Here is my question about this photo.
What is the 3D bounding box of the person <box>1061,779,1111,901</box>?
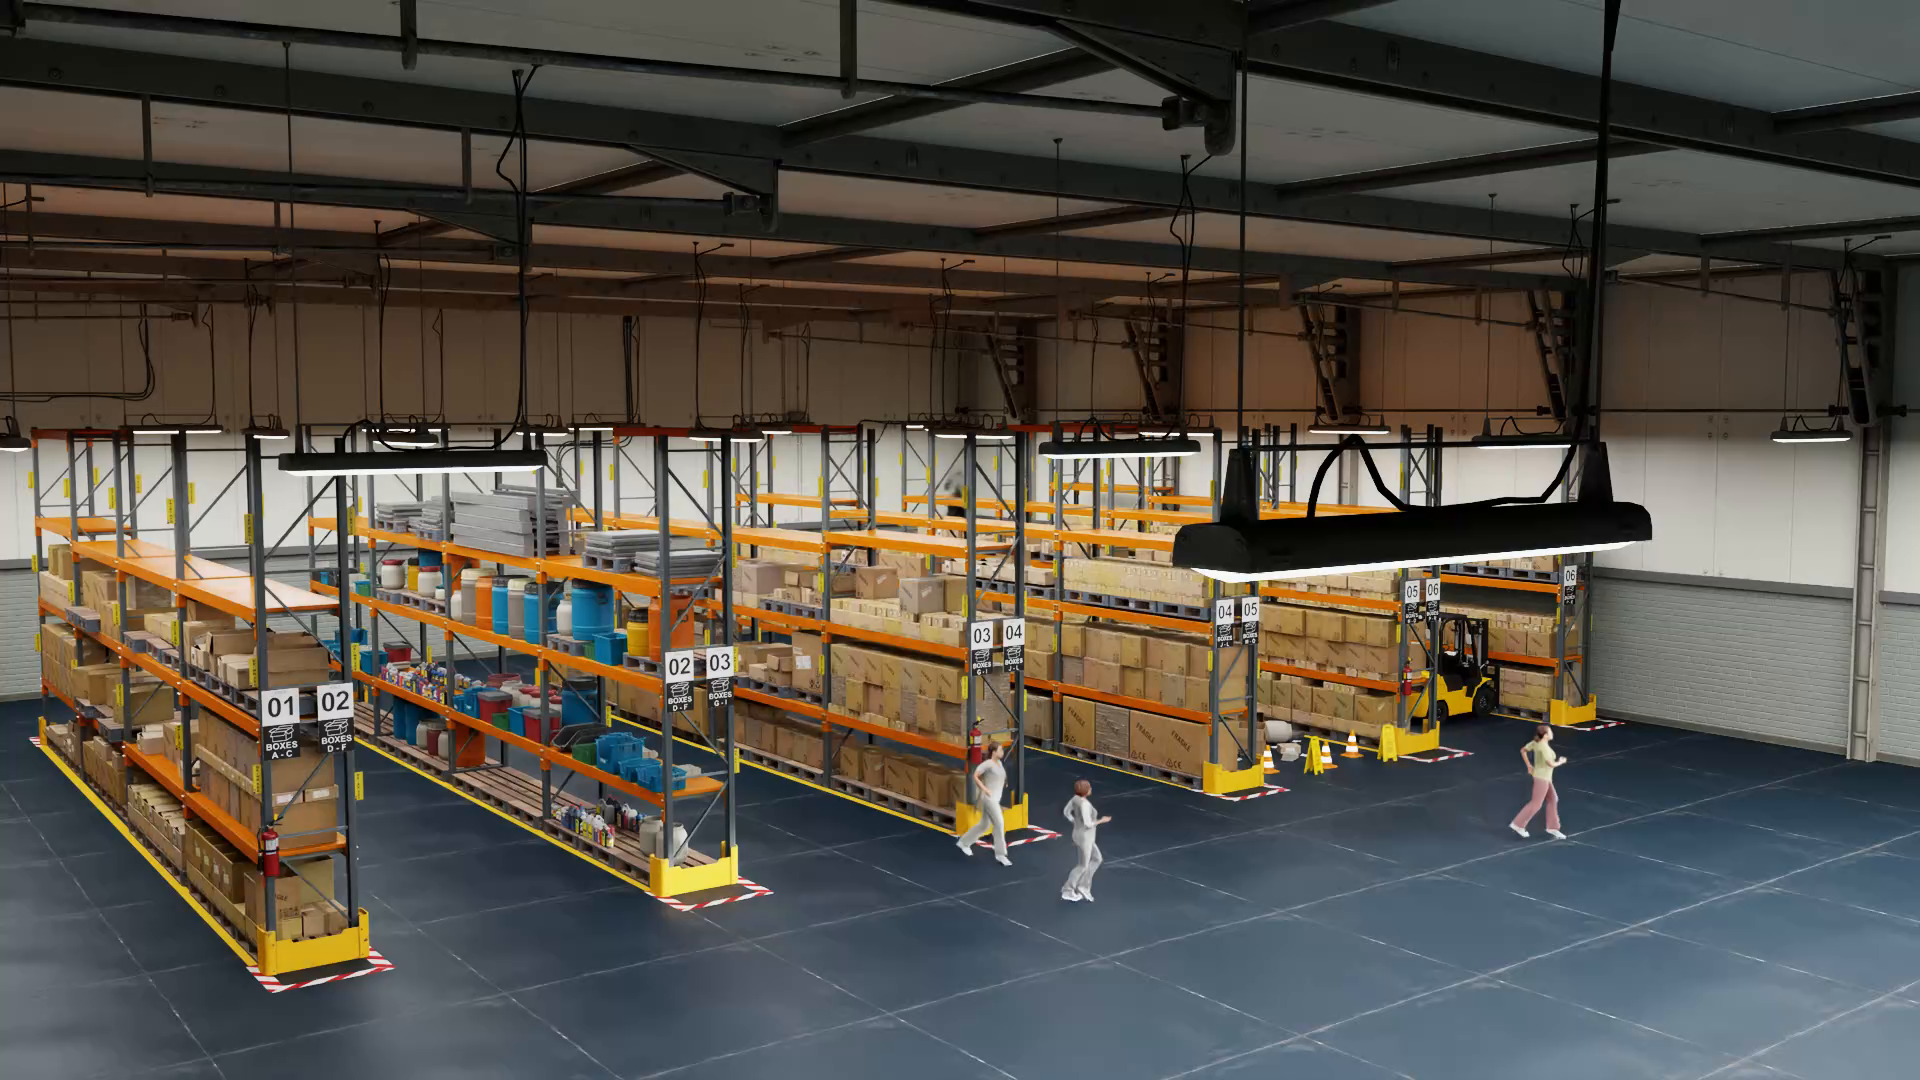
[{"bbox_3d":[1.607,3.862,21.309,0.640,1.618,0.514,0,4,-6],"label":"person"}]

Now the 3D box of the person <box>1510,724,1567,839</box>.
[{"bbox_3d":[8.530,3.563,24.461,0.824,1.721,0.576,1,5,6],"label":"person"}]

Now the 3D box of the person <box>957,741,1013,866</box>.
[{"bbox_3d":[0.420,3.674,23.485,0.889,1.673,0.615,2,5,22],"label":"person"}]

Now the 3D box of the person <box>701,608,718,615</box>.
[{"bbox_3d":[-6.204,2.295,40.923,0.746,1.661,0.657,2,5,29],"label":"person"}]
